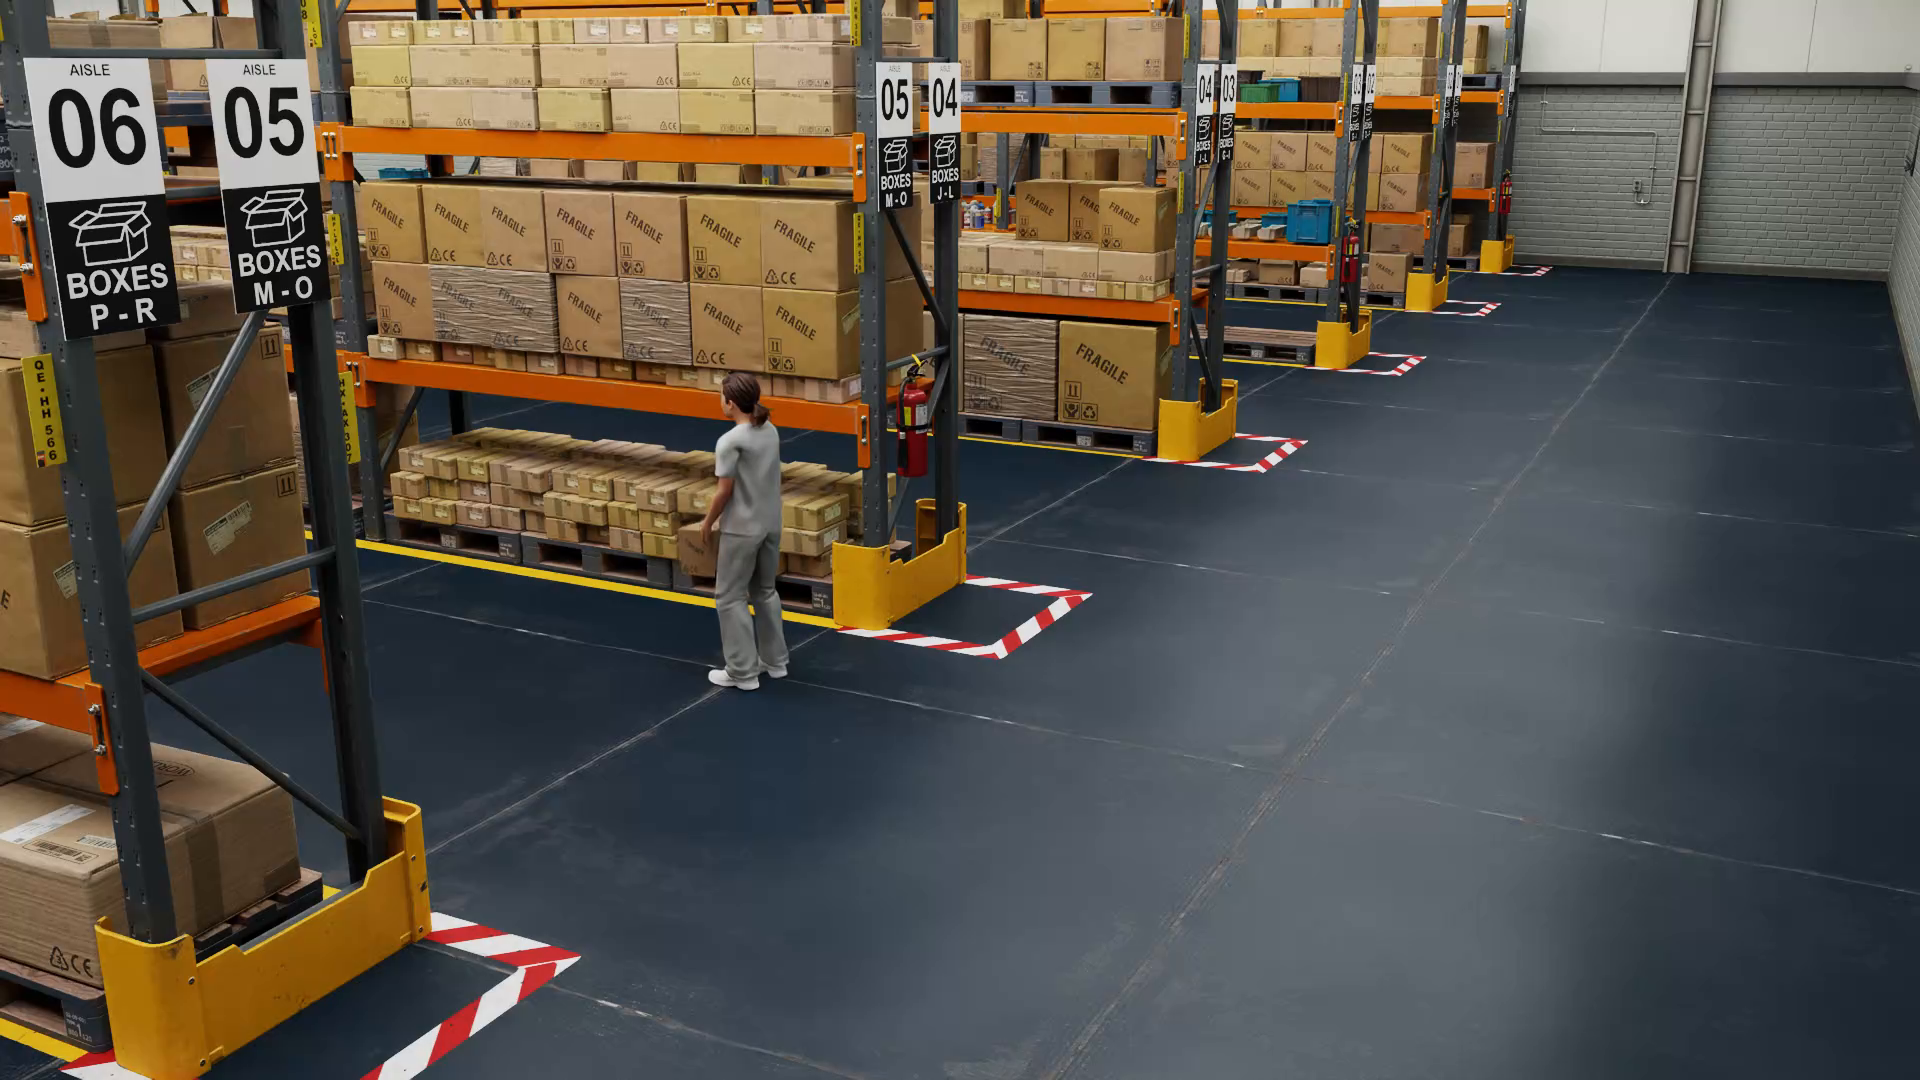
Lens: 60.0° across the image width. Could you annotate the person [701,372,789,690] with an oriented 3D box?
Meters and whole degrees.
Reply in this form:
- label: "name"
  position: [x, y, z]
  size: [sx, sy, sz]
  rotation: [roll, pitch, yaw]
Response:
- label: "person"
  position: [-1.123, -0.050, 8.703]
  size: [0.378, 1.674, 0.467]
  rotation: [10, 19, 33]
